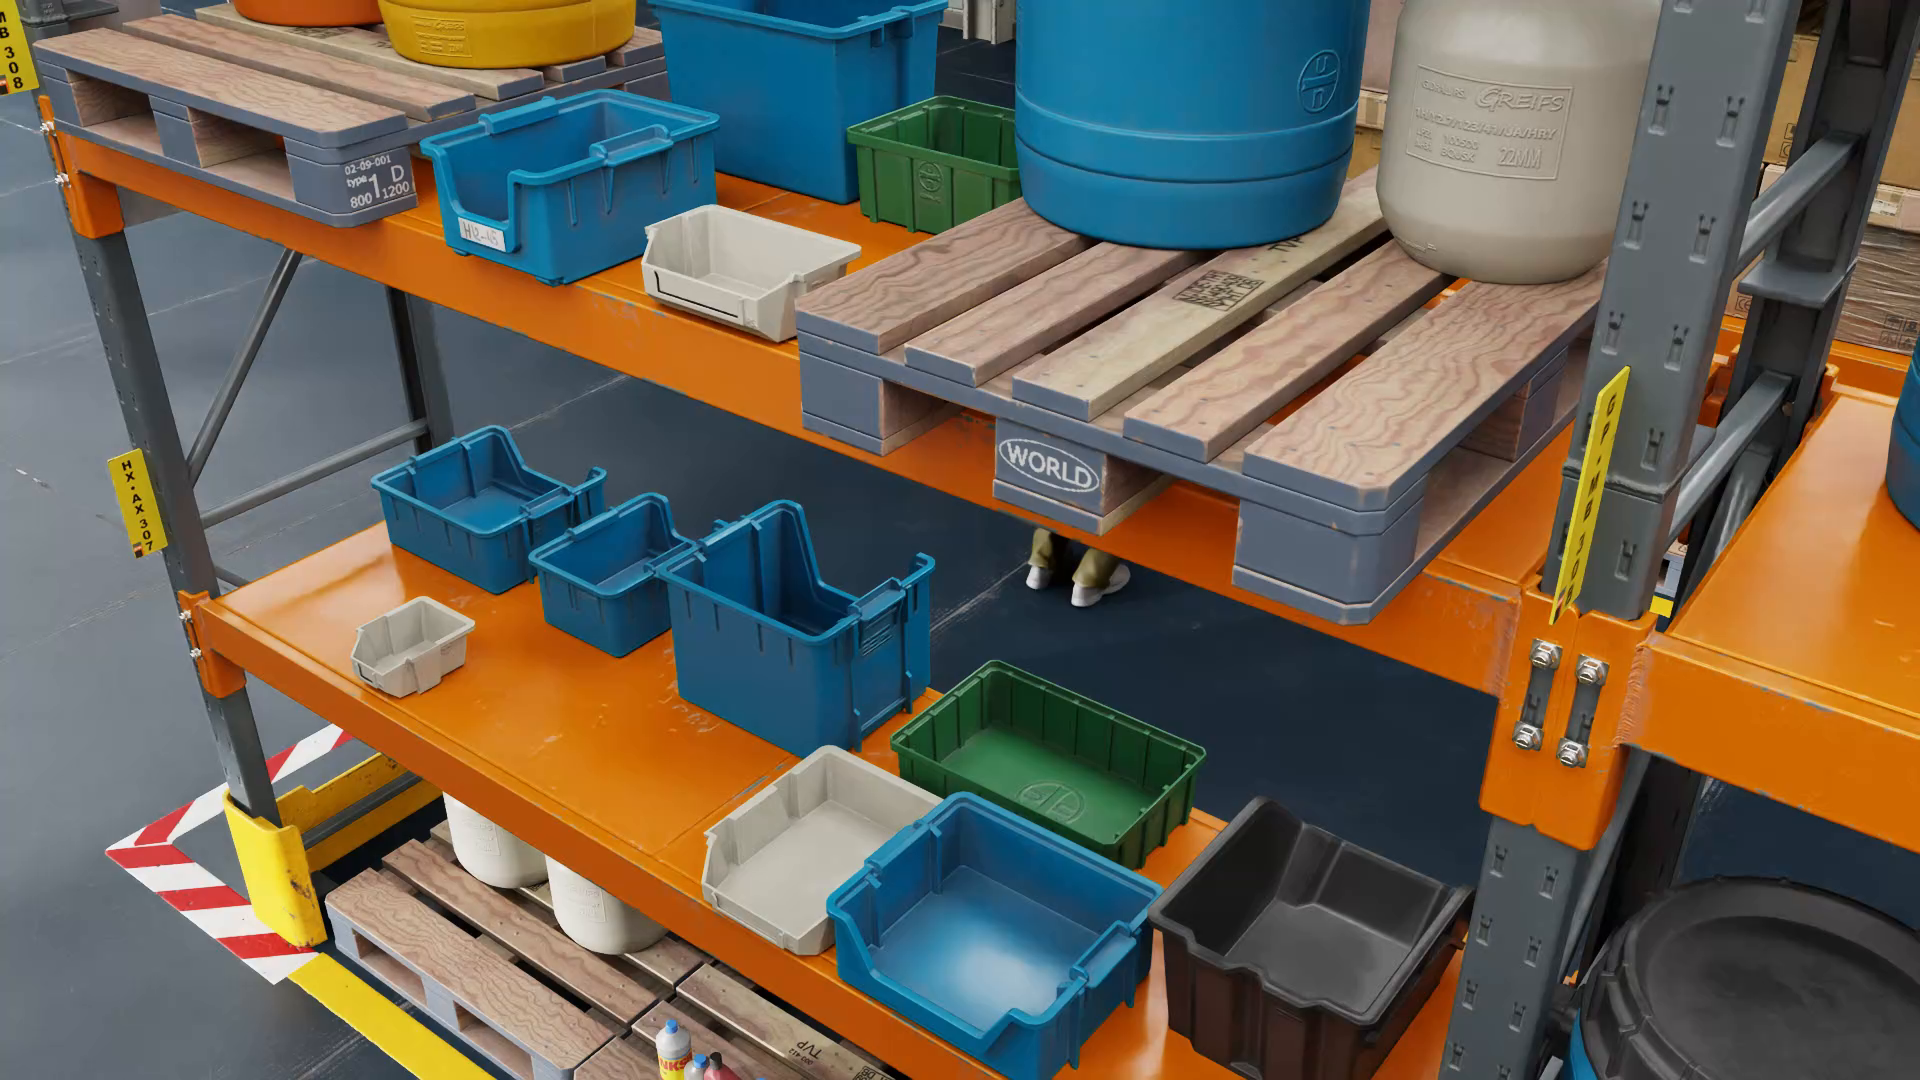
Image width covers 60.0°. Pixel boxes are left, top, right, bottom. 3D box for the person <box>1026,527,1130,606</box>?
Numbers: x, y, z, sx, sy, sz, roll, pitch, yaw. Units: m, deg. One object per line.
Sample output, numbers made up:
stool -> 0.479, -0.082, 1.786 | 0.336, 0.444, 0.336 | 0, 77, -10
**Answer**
person -> 0.615, -0.298, 7.422 | 0.585, 1.000, 0.938 | 20, 36, 30
